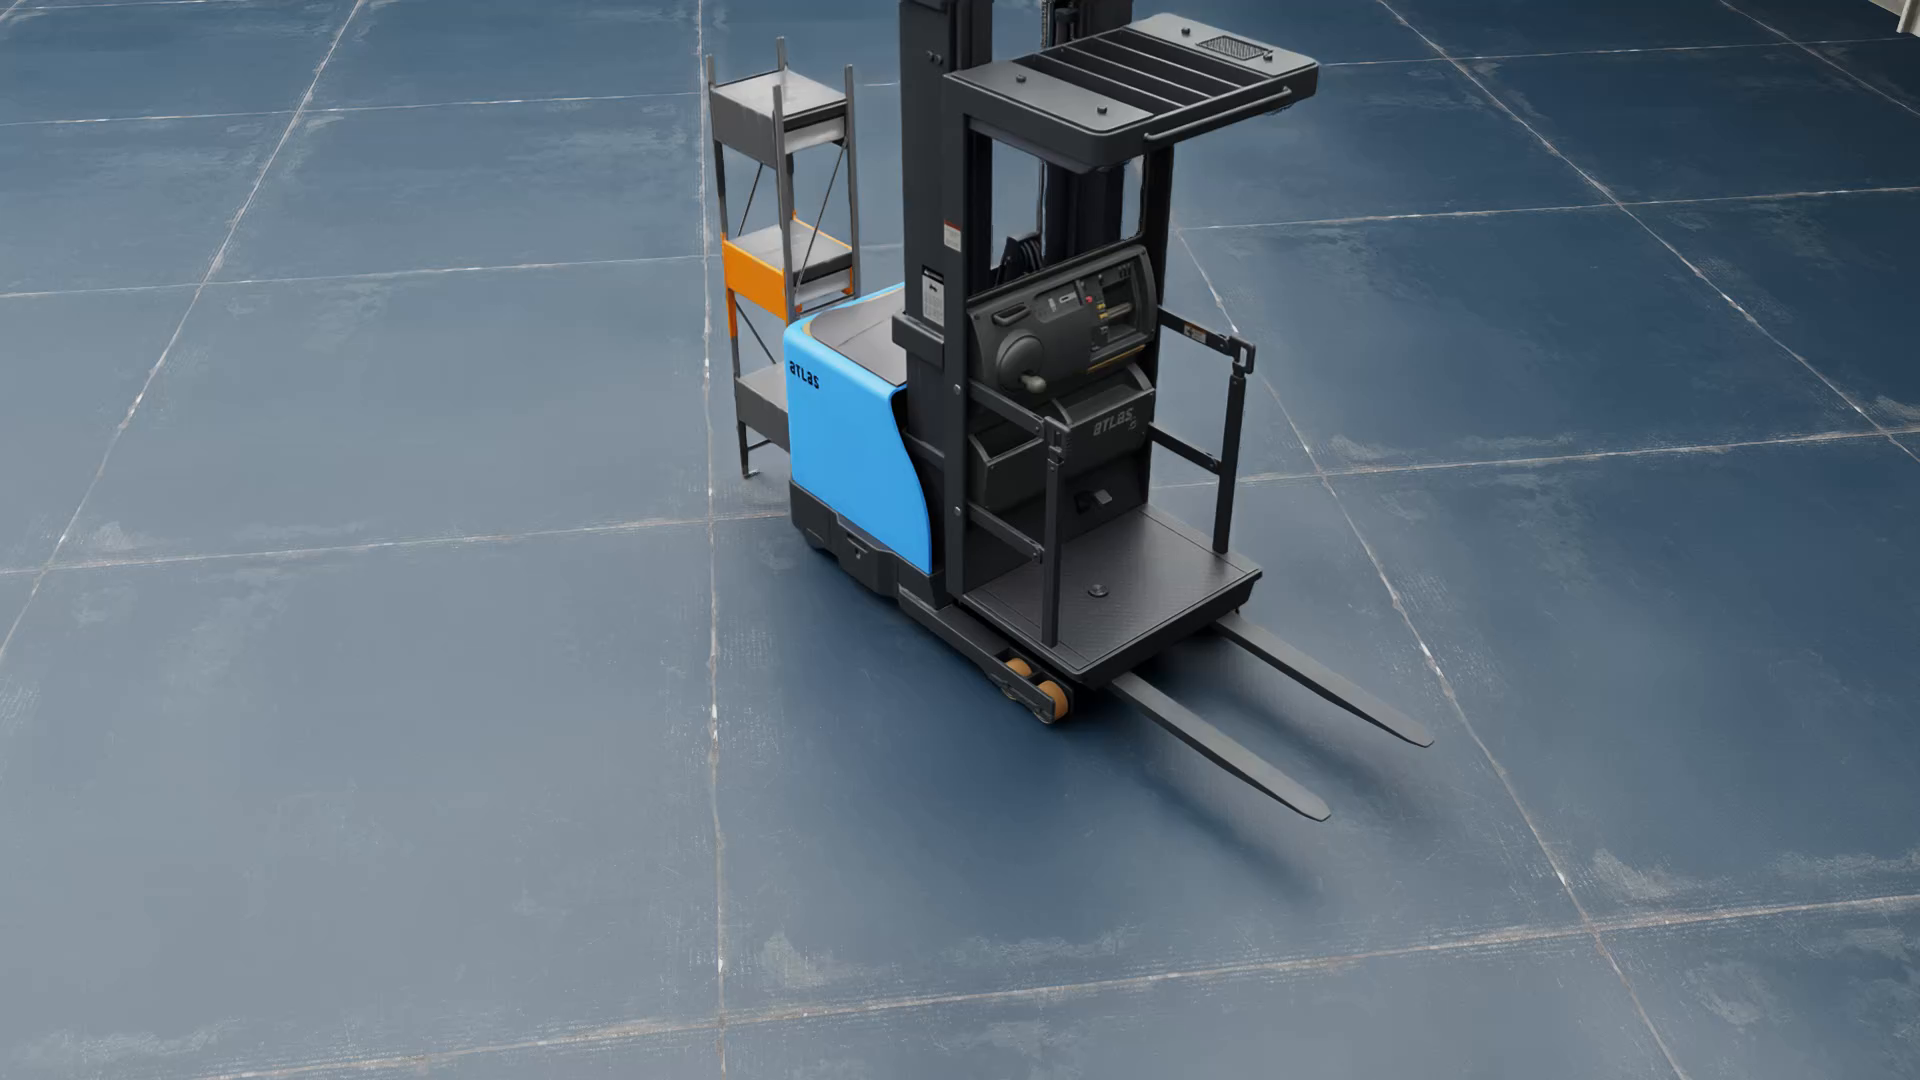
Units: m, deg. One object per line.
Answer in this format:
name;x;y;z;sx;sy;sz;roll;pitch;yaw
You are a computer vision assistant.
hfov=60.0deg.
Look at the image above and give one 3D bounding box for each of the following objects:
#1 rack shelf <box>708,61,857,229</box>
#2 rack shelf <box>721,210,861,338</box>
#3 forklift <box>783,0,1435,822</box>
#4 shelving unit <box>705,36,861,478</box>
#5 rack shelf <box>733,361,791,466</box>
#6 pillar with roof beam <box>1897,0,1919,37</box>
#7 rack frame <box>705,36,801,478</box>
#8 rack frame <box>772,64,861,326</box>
rack shelf;-0.761;-1.710;7.176;0.431;0.518;0.480;-26;42;-32
rack shelf;-0.761;-1.132;7.571;0.431;0.518;0.480;-26;42;-32
forklift;0.552;-0.800;6.322;1.130;2.935;3.031;-26;42;-32
shelving unit;-0.761;-1.143;7.563;0.431;2.100;0.503;-26;42;-32
rack shelf;-0.761;-0.553;7.965;0.431;0.518;0.480;-26;42;-32
pillar with roof beam;3.838;-7.606;10.920;9.100;9.000;0.400;-4;35;-6
rack frame;-0.920;-1.248;7.716;0.400;2.100;0.015;-26;42;-32
rack frame;-0.603;-1.039;7.410;0.400;2.100;0.015;-26;42;-32
